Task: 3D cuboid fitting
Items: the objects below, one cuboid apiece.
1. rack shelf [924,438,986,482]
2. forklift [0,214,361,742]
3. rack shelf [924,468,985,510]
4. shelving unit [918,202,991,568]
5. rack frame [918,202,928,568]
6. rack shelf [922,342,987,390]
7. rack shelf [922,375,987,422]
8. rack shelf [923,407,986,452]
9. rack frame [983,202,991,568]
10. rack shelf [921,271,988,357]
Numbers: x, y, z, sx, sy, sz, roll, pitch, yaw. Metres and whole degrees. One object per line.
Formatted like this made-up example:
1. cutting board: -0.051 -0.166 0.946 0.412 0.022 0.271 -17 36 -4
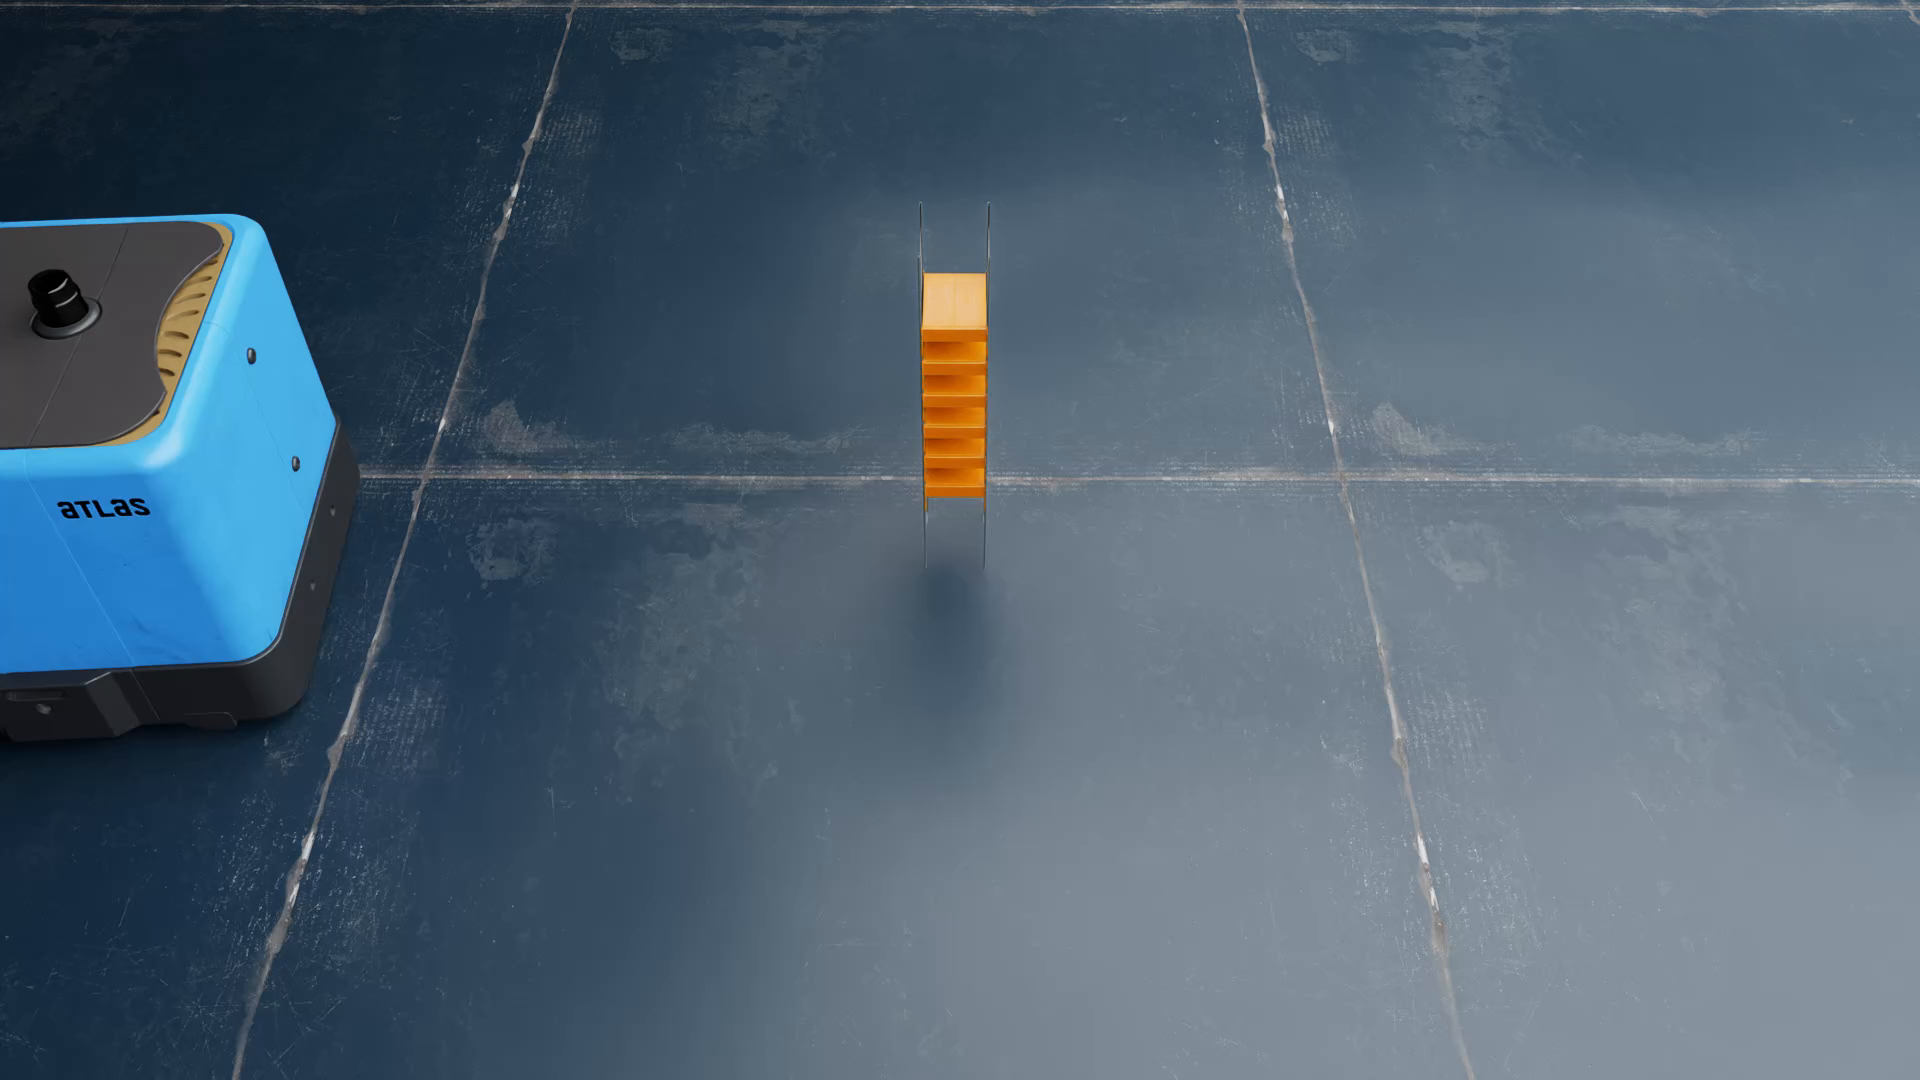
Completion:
1. rack shelf: -0.014 -0.297 4.931 0.180 0.103 0.258 0 47 0
2. forklift: -3.407 -0.762 3.957 3.031 2.935 1.130 -3 47 -3
3. rack shelf: -0.014 -0.215 5.019 0.180 0.103 0.258 0 47 0
4. shelving unit: -0.014 -0.409 4.811 0.189 1.200 0.258 0 47 0
5. rack frame: -0.106 -0.409 4.811 0.006 1.200 0.240 0 47 0
6. rack shelf: -0.014 -0.542 4.668 0.180 0.103 0.258 0 47 0
7. rack shelf: -0.014 -0.460 4.756 0.180 0.103 0.258 0 47 0
8. rack shelf: -0.014 -0.379 4.843 0.180 0.103 0.258 0 47 0
9. rack frame: 0.077 -0.409 4.811 0.006 1.200 0.240 0 47 0
10. rack shelf: -0.014 -0.624 4.580 0.180 0.103 0.258 0 47 0
